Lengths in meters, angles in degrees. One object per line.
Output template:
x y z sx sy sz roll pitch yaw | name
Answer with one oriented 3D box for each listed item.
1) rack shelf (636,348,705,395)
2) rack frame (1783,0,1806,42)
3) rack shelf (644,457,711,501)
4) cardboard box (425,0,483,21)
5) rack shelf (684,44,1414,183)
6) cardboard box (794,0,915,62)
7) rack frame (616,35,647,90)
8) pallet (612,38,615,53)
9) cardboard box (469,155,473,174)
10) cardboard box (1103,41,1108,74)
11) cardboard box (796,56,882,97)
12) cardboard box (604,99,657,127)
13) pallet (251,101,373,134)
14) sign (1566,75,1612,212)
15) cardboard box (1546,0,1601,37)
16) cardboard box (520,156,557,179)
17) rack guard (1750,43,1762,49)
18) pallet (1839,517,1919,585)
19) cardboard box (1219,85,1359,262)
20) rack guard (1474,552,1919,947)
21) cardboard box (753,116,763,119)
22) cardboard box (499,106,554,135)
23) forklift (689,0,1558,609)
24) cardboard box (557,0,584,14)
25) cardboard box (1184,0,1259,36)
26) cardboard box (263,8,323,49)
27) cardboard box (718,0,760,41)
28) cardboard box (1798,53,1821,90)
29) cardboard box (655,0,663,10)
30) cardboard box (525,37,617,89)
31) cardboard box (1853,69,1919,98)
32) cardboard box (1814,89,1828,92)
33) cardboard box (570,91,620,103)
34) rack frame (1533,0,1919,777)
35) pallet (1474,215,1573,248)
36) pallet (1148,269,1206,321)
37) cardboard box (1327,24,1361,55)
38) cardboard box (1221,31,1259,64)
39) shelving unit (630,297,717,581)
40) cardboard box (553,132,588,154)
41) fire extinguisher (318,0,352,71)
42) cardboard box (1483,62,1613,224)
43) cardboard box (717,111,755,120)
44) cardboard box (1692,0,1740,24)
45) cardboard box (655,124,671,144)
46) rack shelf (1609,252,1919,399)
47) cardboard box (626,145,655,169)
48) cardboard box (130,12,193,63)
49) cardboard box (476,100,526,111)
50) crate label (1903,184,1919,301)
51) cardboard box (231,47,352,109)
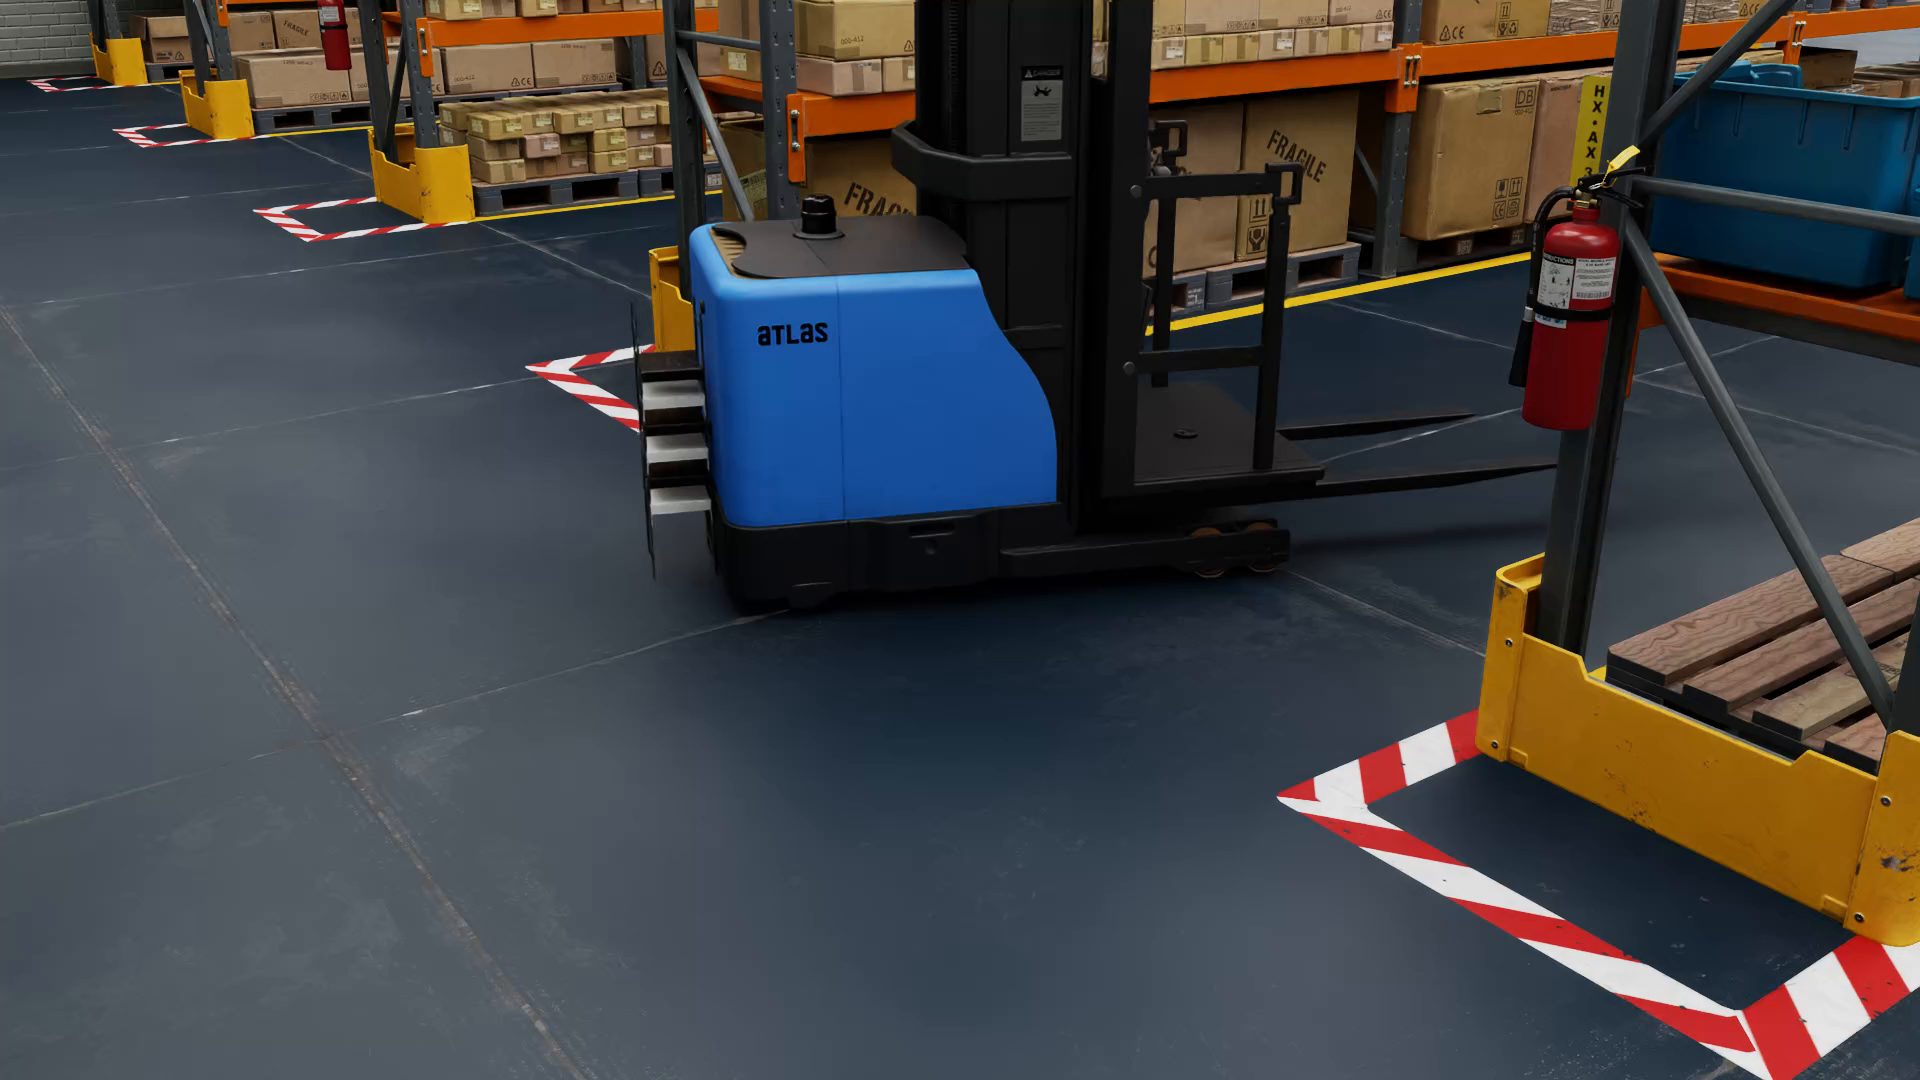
-0.948 -0.552 5.426 0.200 0.077 0.258 -5 22 -13 | rack shelf
5.462 -3.933 11.704 0.127 3.000 1.000 -15 26 -33 | rack frame
-0.948 -0.217 5.560 0.200 0.077 0.258 -5 22 -13 | rack shelf
-3.393 -3.570 11.134 0.250 0.149 0.380 -15 26 -33 | cardboard box
0.591 -2.300 8.583 4.000 0.370 1.077 -15 26 -33 | rack shelf
-0.485 -2.292 7.394 0.500 0.250 0.500 -16 27 -34 | cardboard box
-3.573 -6.048 17.006 0.127 3.000 1.000 -15 26 -33 | rack frame
-4.846 -6.699 22.399 1.213 0.211 1.003 -15 26 -33 | pallet
-3.542 -2.763 12.053 0.250 0.149 0.380 -14 26 -32 | cardboard box
0.696 -2.395 8.191 0.250 0.149 0.380 -16 27 -34 | cardboard box
-0.551 -2.062 7.355 0.250 0.149 0.380 -15 26 -32 | cardboard box
-2.407 -3.121 12.148 0.250 0.149 0.380 -14 26 -31 | cardboard box
-6.217 -4.084 15.846 1.213 0.211 1.003 -15 26 -33 | pallet
1.526 -0.949 4.006 0.005 0.325 0.100 -15 26 -33 | sign
3.548 -3.355 10.122 0.500 0.500 0.500 -16 27 -34 | cardboard box
-3.070 -2.684 11.856 0.250 0.149 0.380 -15 26 -33 | cardboard box
9.160 -6.023 20.314 0.348 0.500 1.175 -15 26 -33 | rack guard
3.542 0.155 5.224 1.213 0.211 1.003 -15 26 -33 | pallet
1.632 -2.156 9.553 0.875 0.875 0.875 -15 26 -33 | cardboard box
1.848 0.459 4.071 0.348 0.500 1.175 -15 26 -33 | rack guard
-1.546 -3.215 12.784 0.250 0.149 0.380 -14 26 -32 | cardboard box
-3.070 -2.969 11.768 0.250 0.149 0.380 -14 26 -32 | cardboard box
0.629 -1.418 5.496 3.031 2.935 1.130 -5 22 -13 | forklift
-2.830 -3.777 11.653 0.250 0.149 0.380 -14 25 -30 | cardboard box
1.177 -2.738 8.510 0.500 0.250 0.500 -14 26 -32 | cardboard box
-7.966 -6.071 19.868 0.500 0.500 0.500 -14 26 -32 | cardboard box
-0.794 -2.454 7.801 0.500 0.250 0.500 -15 26 -34 | cardboard box
5.988 -3.478 12.333 0.500 0.250 0.500 -14 26 -31 | cardboard box
-2.156 -3.923 12.019 0.250 0.149 0.380 -14 26 -31 | cardboard box
-4.145 -4.950 17.144 0.875 0.438 0.875 -15 26 -34 | cardboard box
7.345 -3.497 13.391 0.500 0.500 0.700 -18 28 -37 | cardboard box
5.994 -3.127 12.465 0.500 0.500 0.700 -17 27 -36 | cardboard box
-2.759 -3.296 12.587 0.250 0.149 0.380 -14 26 -31 | cardboard box
1.860 -0.711 3.631 0.127 3.000 1.000 -15 26 -33 | rack frame
3.788 -2.227 11.192 1.213 0.211 1.003 -15 26 -33 | pallet
0.561 -1.365 9.032 1.213 0.211 1.003 -15 26 -33 | pallet
1.949 -2.730 9.029 0.250 0.149 0.380 -14 26 -32 | cardboard box
1.323 -2.563 8.610 0.250 0.149 0.380 -14 26 -32 | cardboard box
-0.948 -0.332 5.514 0.210 0.900 0.258 -5 22 -13 | shelving unit
-2.870 -2.882 11.951 0.250 0.149 0.380 -15 26 -32 | cardboard box
-4.321 -3.590 11.454 0.183 0.674 0.296 -15 26 -33 | fire extinguisher
3.447 -2.613 10.698 0.875 0.875 1.225 -16 27 -35 | cardboard box
-1.753 -3.268 12.517 0.250 0.149 0.380 -16 27 -35 | cardboard box
4.798 -3.692 10.965 0.500 0.500 0.500 -15 26 -33 | cardboard box
-2.242 -3.062 12.402 0.250 0.149 0.380 -13 25 -30 | cardboard box
3.484 -0.810 4.849 4.000 0.370 1.077 -15 26 -33 | rack shelf
-2.450 -2.846 12.262 0.250 0.149 0.380 -15 26 -33 | cardboard box
-9.170 -5.814 19.222 0.637 0.503 0.797 -16 27 -35 | cardboard box
-3.328 -3.090 12.071 0.250 0.149 0.380 -14 26 -32 | cardboard box
2.253 -0.615 3.536 0.303 0.233 0.416 -15 26 -33 | crate label
-6.343 -4.360 15.667 0.875 0.438 0.875 -16 27 -35 | cardboard box
